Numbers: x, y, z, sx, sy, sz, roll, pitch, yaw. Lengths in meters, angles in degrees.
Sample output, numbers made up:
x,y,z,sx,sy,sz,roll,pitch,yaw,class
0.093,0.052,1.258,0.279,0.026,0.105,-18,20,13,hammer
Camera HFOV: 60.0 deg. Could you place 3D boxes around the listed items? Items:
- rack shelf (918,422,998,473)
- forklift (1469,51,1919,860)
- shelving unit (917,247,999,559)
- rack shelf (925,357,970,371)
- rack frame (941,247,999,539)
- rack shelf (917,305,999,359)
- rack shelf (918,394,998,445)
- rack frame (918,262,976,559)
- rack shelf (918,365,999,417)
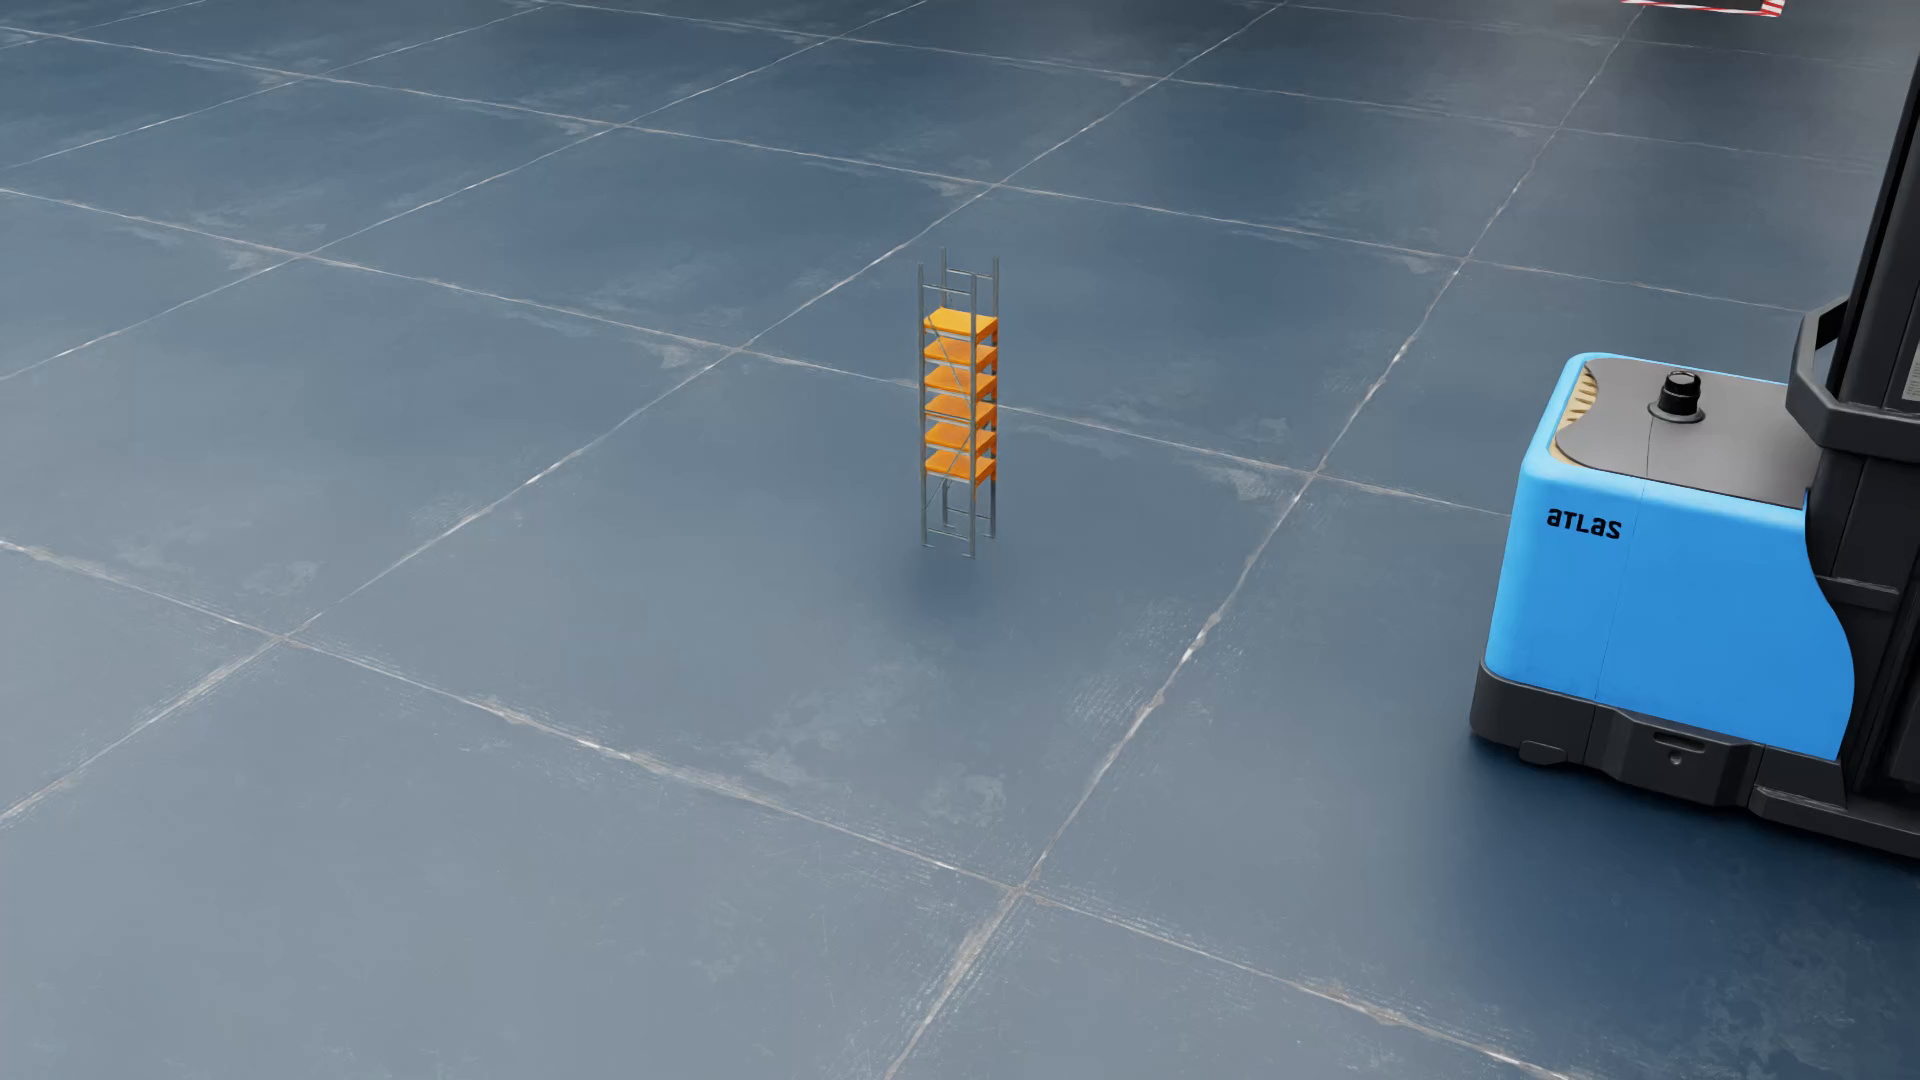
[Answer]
x,y,z,sx,sy,sz,roll,pitch,yaw,class
-0.007,-0.371,6.522,0.258,0.103,0.180,14,33,23,rack shelf
3.251,-0.466,4.619,3.031,2.935,1.130,14,33,23,forklift
-0.007,-0.514,6.440,0.258,1.200,0.189,14,33,23,shelving unit
-0.007,-0.701,6.333,0.199,0.020,0.166,14,33,23,rack shelf
0.035,-0.554,6.511,0.240,1.200,0.006,14,33,23,rack frame
-0.007,-0.788,6.283,0.258,0.103,0.180,14,33,23,rack shelf
-0.007,-0.475,6.462,0.258,0.103,0.180,14,33,23,rack shelf
-0.048,-0.473,6.369,0.240,1.200,0.006,14,33,23,rack frame
-0.007,-0.579,6.402,0.258,0.103,0.180,14,33,23,rack shelf
